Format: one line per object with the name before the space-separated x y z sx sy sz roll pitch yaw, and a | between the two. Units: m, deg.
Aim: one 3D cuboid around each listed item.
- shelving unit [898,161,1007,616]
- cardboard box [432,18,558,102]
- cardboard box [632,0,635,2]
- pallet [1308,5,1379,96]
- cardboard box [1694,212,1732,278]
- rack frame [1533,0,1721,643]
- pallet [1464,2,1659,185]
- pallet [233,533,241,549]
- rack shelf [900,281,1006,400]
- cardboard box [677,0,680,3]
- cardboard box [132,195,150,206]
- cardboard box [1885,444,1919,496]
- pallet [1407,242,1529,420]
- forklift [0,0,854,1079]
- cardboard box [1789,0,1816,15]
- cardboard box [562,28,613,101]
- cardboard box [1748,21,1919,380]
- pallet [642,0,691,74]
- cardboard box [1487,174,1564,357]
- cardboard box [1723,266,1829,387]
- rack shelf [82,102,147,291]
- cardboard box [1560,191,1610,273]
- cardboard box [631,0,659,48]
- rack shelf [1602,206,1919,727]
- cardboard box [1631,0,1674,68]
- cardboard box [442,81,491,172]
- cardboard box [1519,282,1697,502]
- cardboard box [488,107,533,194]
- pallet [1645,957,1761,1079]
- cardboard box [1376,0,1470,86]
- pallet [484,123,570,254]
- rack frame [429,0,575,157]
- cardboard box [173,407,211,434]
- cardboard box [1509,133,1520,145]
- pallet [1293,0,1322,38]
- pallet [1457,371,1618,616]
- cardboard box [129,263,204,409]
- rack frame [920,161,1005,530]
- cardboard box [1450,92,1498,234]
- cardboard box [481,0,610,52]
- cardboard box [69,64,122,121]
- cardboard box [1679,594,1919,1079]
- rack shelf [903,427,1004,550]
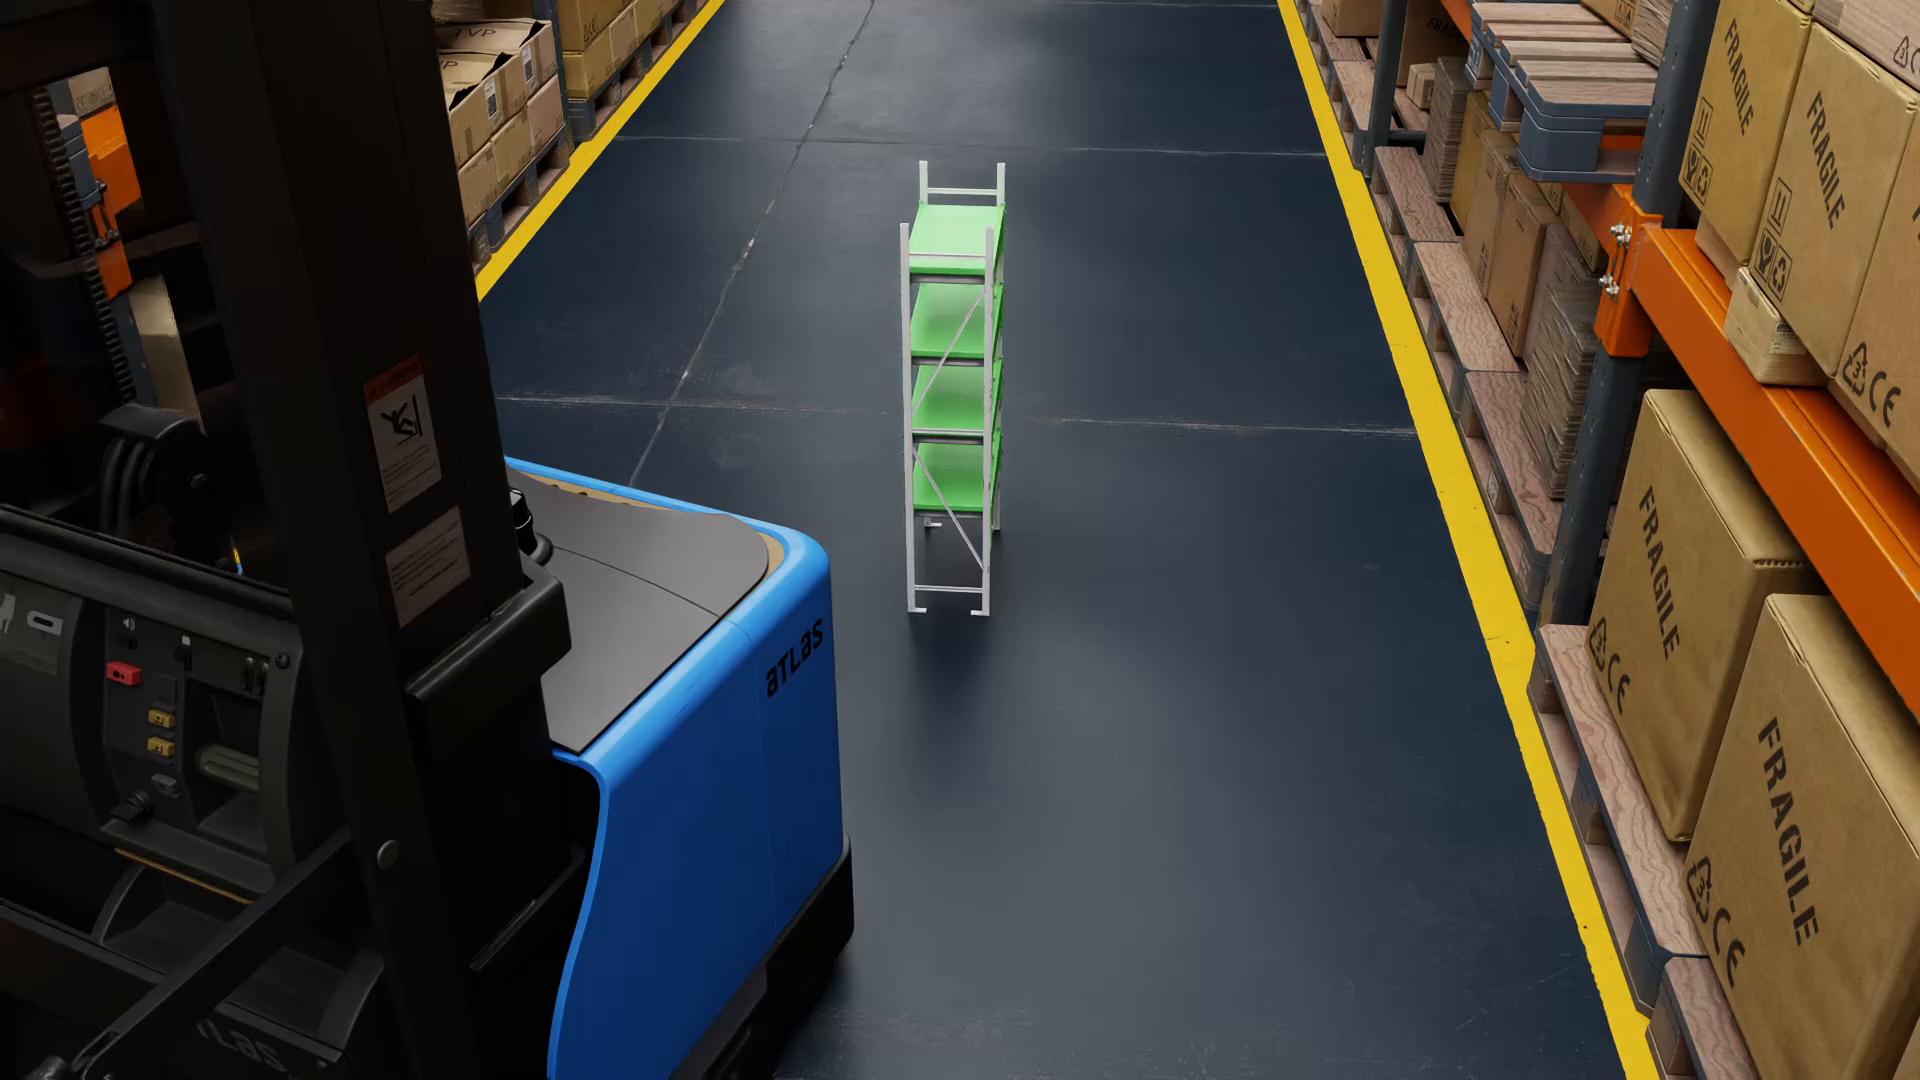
shelving unit | -0.013 -0.424 4.795 0.258 1.200 0.503 2 32 4
cardboard box | -2.211 -2.271 7.762 0.500 0.311 0.500 2 32 4
cardboard box | -2.032 -3.327 9.296 0.500 0.500 0.500 2 32 4
pallet | 2.590 -2.843 9.663 1.003 0.211 1.213 2 32 4
cardboard box | 1.891 -0.686 3.724 0.380 0.149 0.250 2 32 3
rack frame | 2.148 -0.947 3.927 1.000 3.000 0.127 2 32 4
pallet | 2.100 -1.242 4.589 1.213 0.211 1.003 2 32 4
pallet | -2.683 -0.398 5.694 1.003 0.211 1.213 2 32 4
rack shelf | -0.013 -0.574 4.702 0.258 0.148 0.480 2 32 4
cardboard box | -1.955 -3.531 10.341 0.500 0.250 0.500 2 32 4
cardboard box | -2.912 -1.223 6.062 0.500 0.311 0.500 2 32 4
cardboard box | 1.845 -0.146 2.849 0.380 0.149 0.250 3 32 5
pallet | 2.315 -0.804 6.354 1.003 0.211 1.213 2 32 4
forklift | -1.318 0.252 2.048 1.130 2.935 3.031 14 34 21
cardboard box | 1.852 -1.202 3.229 0.500 0.250 0.500 3 32 5
cardboard box | -2.124 -2.486 8.645 0.500 0.250 0.500 2 32 4
cardboard box | 1.802 -0.608 2.979 0.500 0.500 0.500 3 32 6
pallet | -2.260 -3.114 10.102 1.003 0.211 1.213 2 32 4
cardboard box | 2.325 -0.974 5.934 0.700 0.500 0.500 2 32 4
cardboard box | 1.756 -0.419 3.291 0.380 0.149 0.250 3 32 5
rack shelf | -2.626 -1.896 6.153 1.077 0.370 4.000 2 32 4
cardboard box | 2.264 -1.063 5.364 0.500 0.250 0.500 3 32 5
cardboard box | -2.032 -3.008 9.493 0.500 0.250 0.500 2 32 4
rack shelf | 1.986 0.405 2.419 1.077 0.370 4.000 2 32 4
cardboard box | 2.177 -1.423 4.185 0.700 0.500 0.500 -1 32 -2
cardboard box | -2.290 -1.738 6.896 0.500 0.311 0.500 2 32 4
cardboard box | 2.155 -0.448 5.082 0.700 0.500 0.500 3 32 5
cardboard box | -2.251 -1.762 7.471 0.500 0.250 0.500 2 32 3
pallet | 1.907 1.286 2.962 1.003 0.211 1.213 2 32 4
cardboard box | 2.519 -2.706 8.745 0.500 0.500 0.500 0 32 0
pallet | -2.485 -1.674 7.765 1.003 0.211 1.213 2 32 4
rack frame | -2.464 -3.248 7.661 1.000 3.000 0.127 2 32 4
cardboard box | -2.454 -0.426 5.302 0.500 0.250 0.500 2 32 4
cardboard box | 2.360 -1.592 6.223 0.500 0.250 0.500 2 32 3
pallet | 2.692 -3.480 10.695 1.003 0.211 1.213 2 32 4
pallet | 2.213 -0.168 5.321 1.003 0.211 1.213 2 32 4
cardboard box | -2.454 -0.664 5.155 0.500 0.311 0.500 3 32 6
rack frame | 0.006 -0.552 5.002 0.240 1.200 0.015 2 32 4
cardboard box | 2.439 -1.503 6.794 0.700 0.500 0.500 2 32 3
cardboard box | -2.114 -2.804 8.447 0.500 0.500 0.500 2 32 4
cardboard box | -2.716 -1.307 4.596 0.500 0.311 0.500 4 32 7
cardboard box | 1.880 0.627 3.023 0.750 0.750 0.750 2 32 4
rack shelf | -0.013 -0.166 4.954 0.258 0.148 0.480 2 32 4
